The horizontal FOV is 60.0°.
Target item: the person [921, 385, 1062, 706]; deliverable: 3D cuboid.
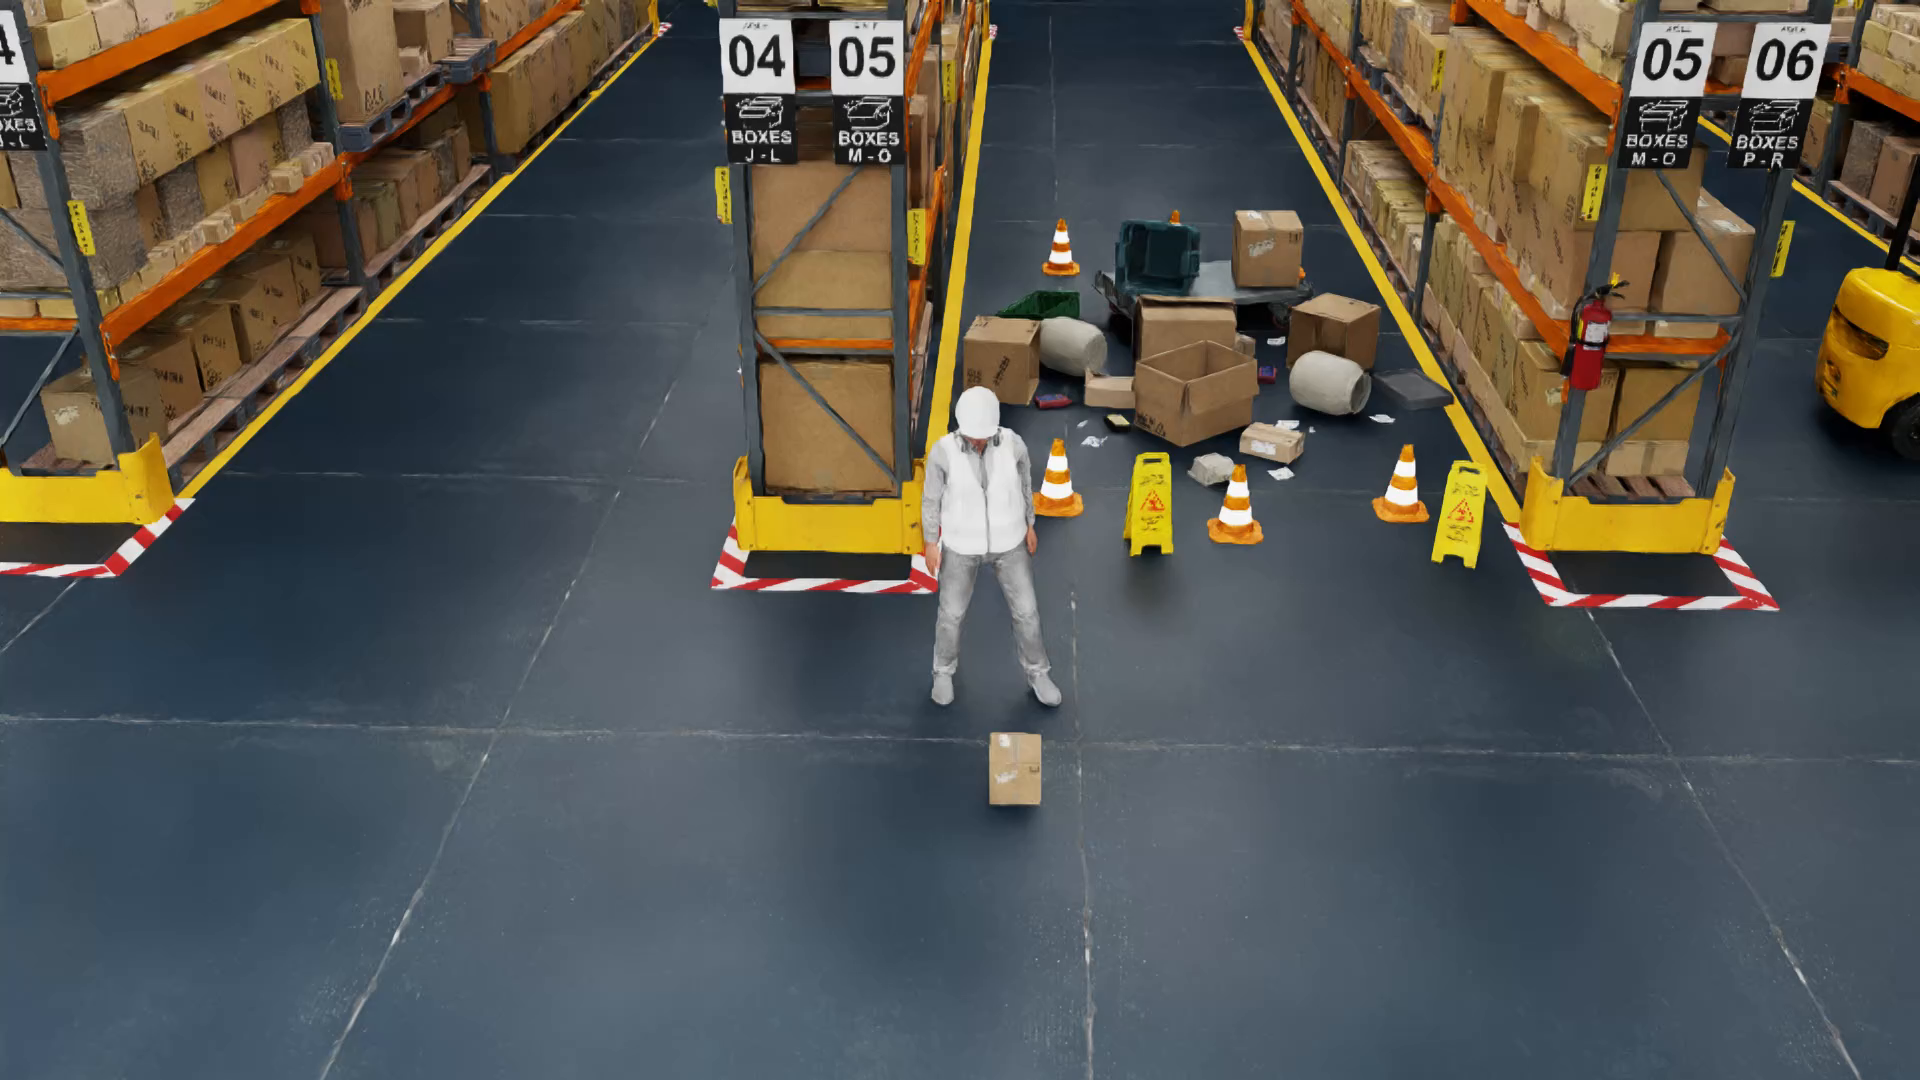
[{"bbox_3d":[0.166,0.030,8.500,0.701,1.765,0.469,-5,28,-9],"label":"person"}]
